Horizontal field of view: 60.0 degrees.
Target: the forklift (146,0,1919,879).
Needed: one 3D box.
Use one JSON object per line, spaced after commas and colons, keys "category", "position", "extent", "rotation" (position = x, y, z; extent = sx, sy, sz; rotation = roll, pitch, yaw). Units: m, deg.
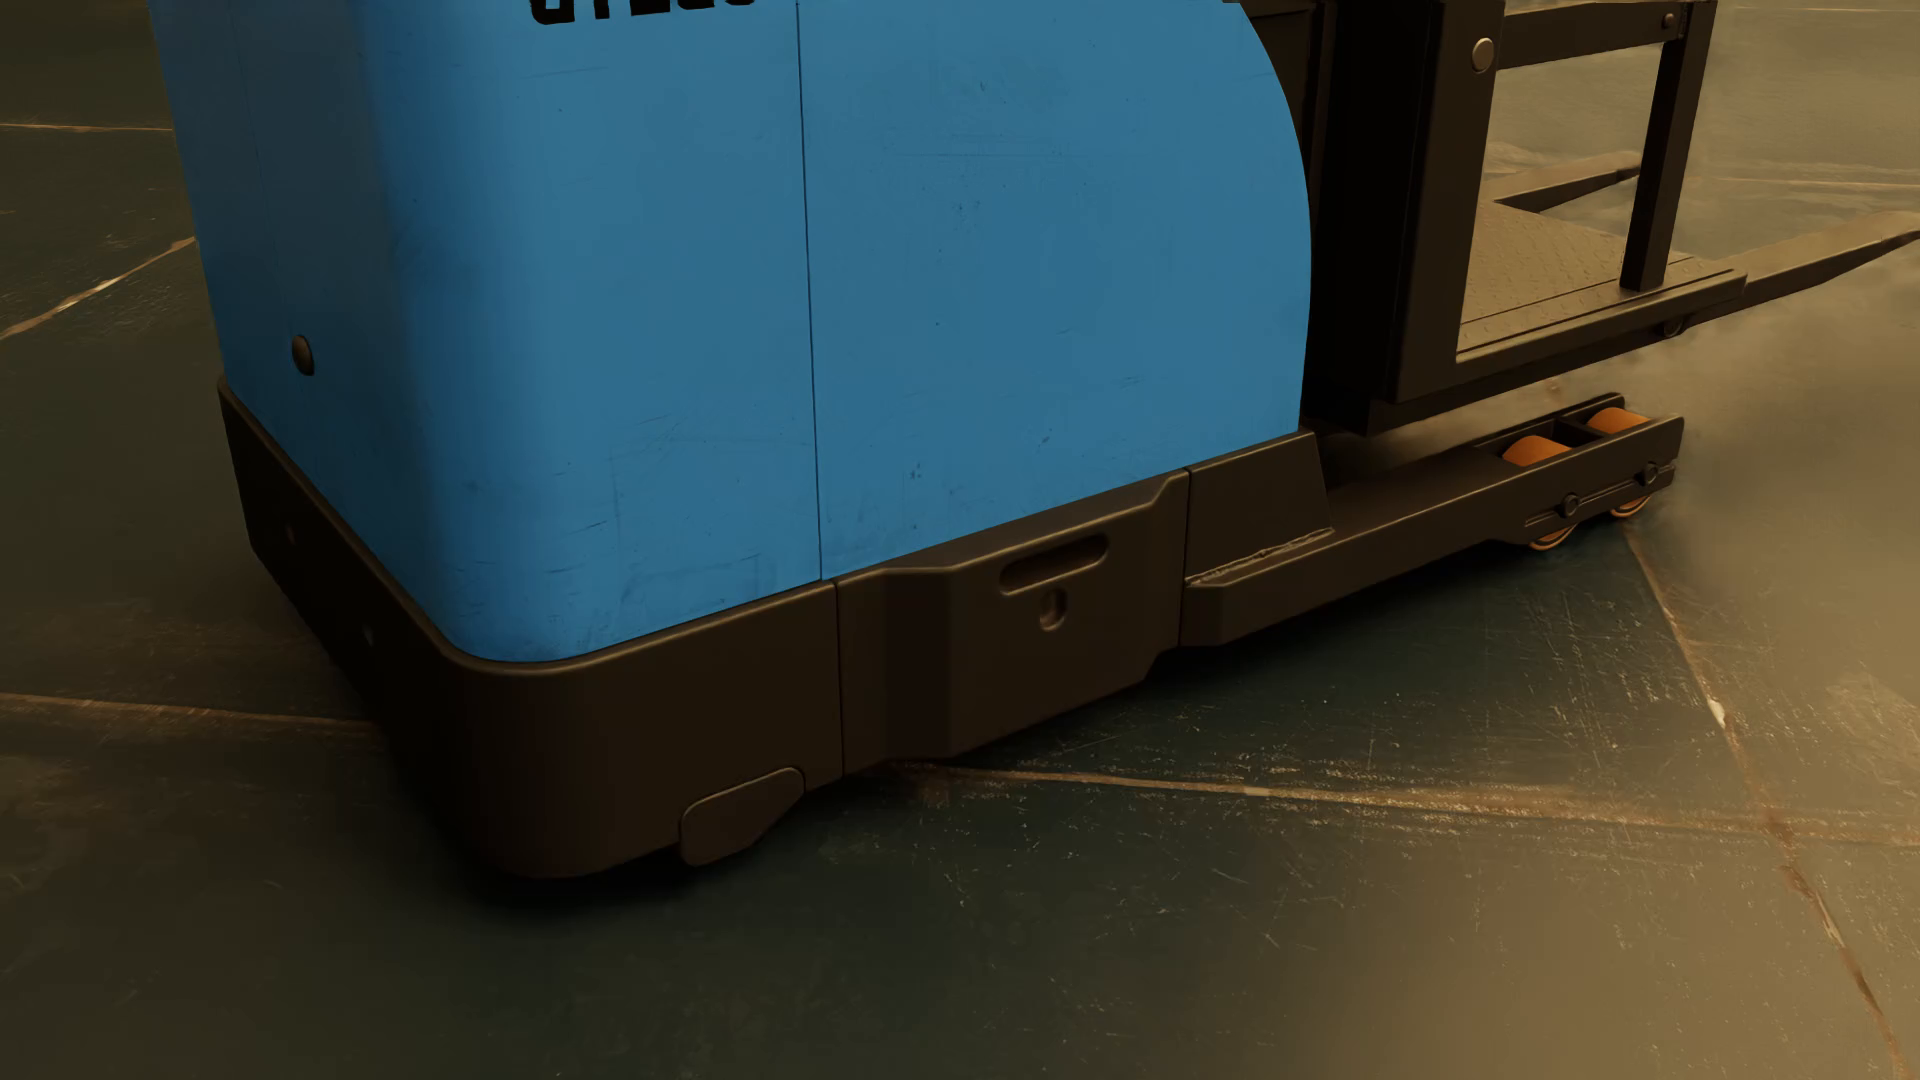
{"category": "forklift", "position": [0.496, -1.471, 2.166], "extent": [3.031, 2.935, 1.130], "rotation": [-18, 31, -31]}
